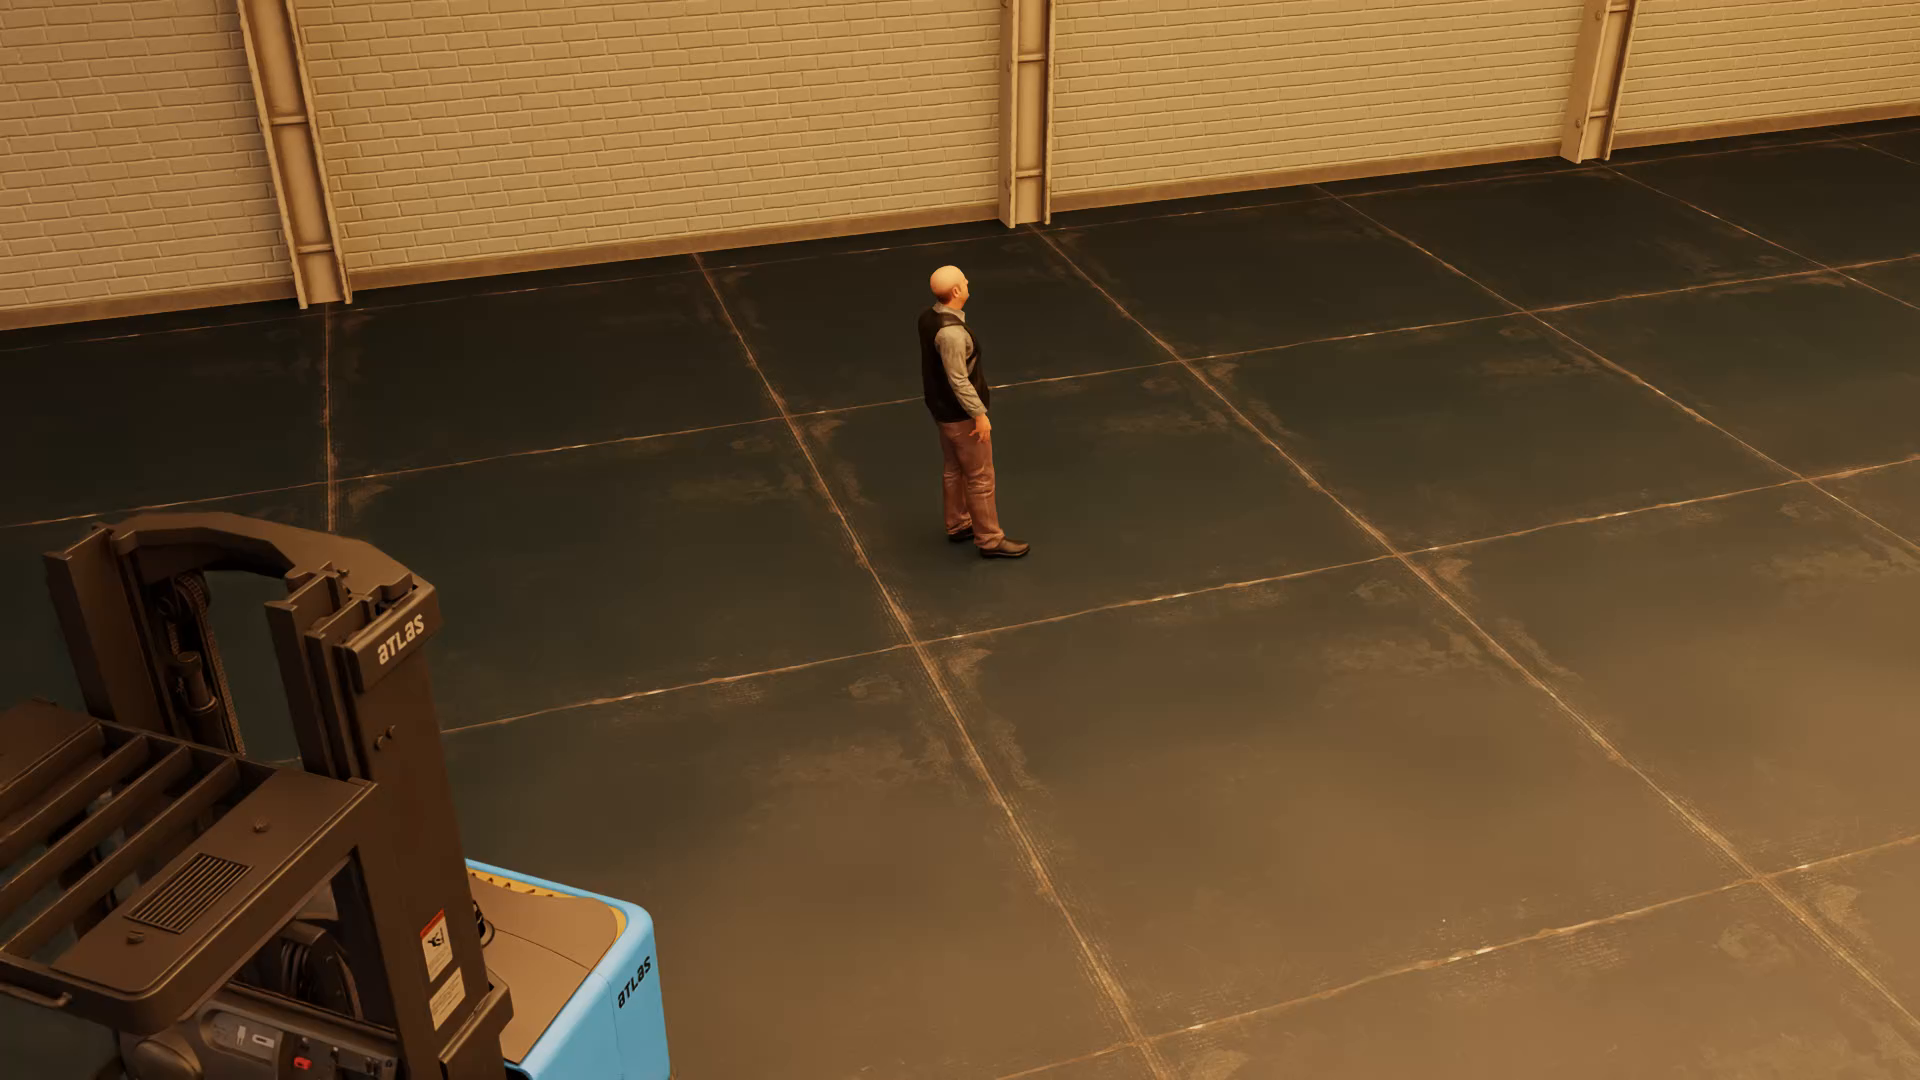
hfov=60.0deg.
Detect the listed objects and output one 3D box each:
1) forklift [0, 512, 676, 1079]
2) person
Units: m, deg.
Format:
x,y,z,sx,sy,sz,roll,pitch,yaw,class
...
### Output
x,y,z,sx,sy,sz,roll,pitch,yaw,class
-2.019,1.526,4.435,1.130,2.935,3.031,10,32,17,forklift
0.061,-0.758,9.603,0.568,1.720,0.632,-10,31,-16,person
